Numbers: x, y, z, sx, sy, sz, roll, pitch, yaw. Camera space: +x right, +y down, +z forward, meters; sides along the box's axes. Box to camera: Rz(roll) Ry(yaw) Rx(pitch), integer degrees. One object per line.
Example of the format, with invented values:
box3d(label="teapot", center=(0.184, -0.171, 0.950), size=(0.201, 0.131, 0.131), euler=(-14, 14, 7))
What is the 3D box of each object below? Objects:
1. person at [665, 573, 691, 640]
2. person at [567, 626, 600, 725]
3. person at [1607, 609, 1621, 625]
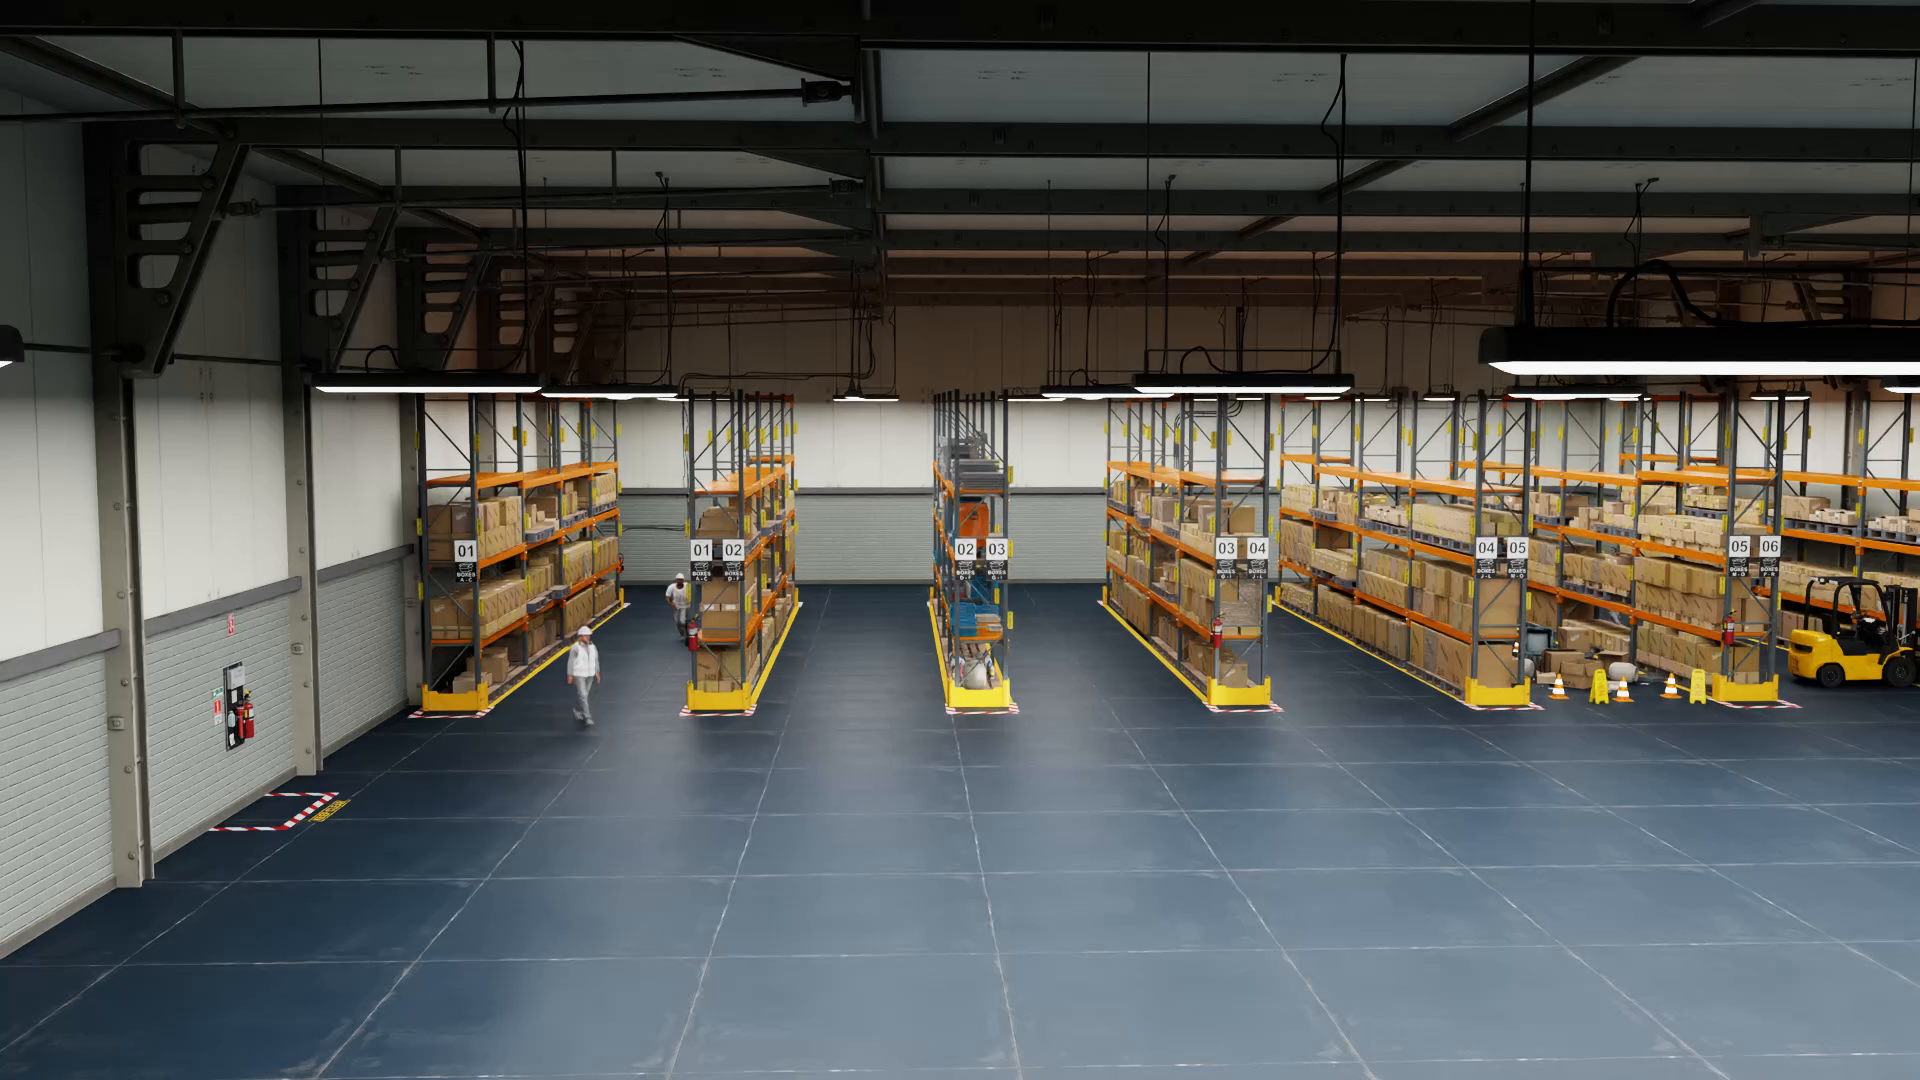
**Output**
box3d(label="person", center=(-6.743, 1.617, 40.154), size=(0.670, 1.668, 0.700), euler=(1, 5, 7))
box3d(label="person", center=(-6.706, 2.409, 29.755), size=(0.964, 1.722, 0.587), euler=(4, 6, 38))
box3d(label="person", center=(16.646, 1.478, 42.133), size=(0.518, 1.652, 0.560), euler=(-2, 5, -19))
